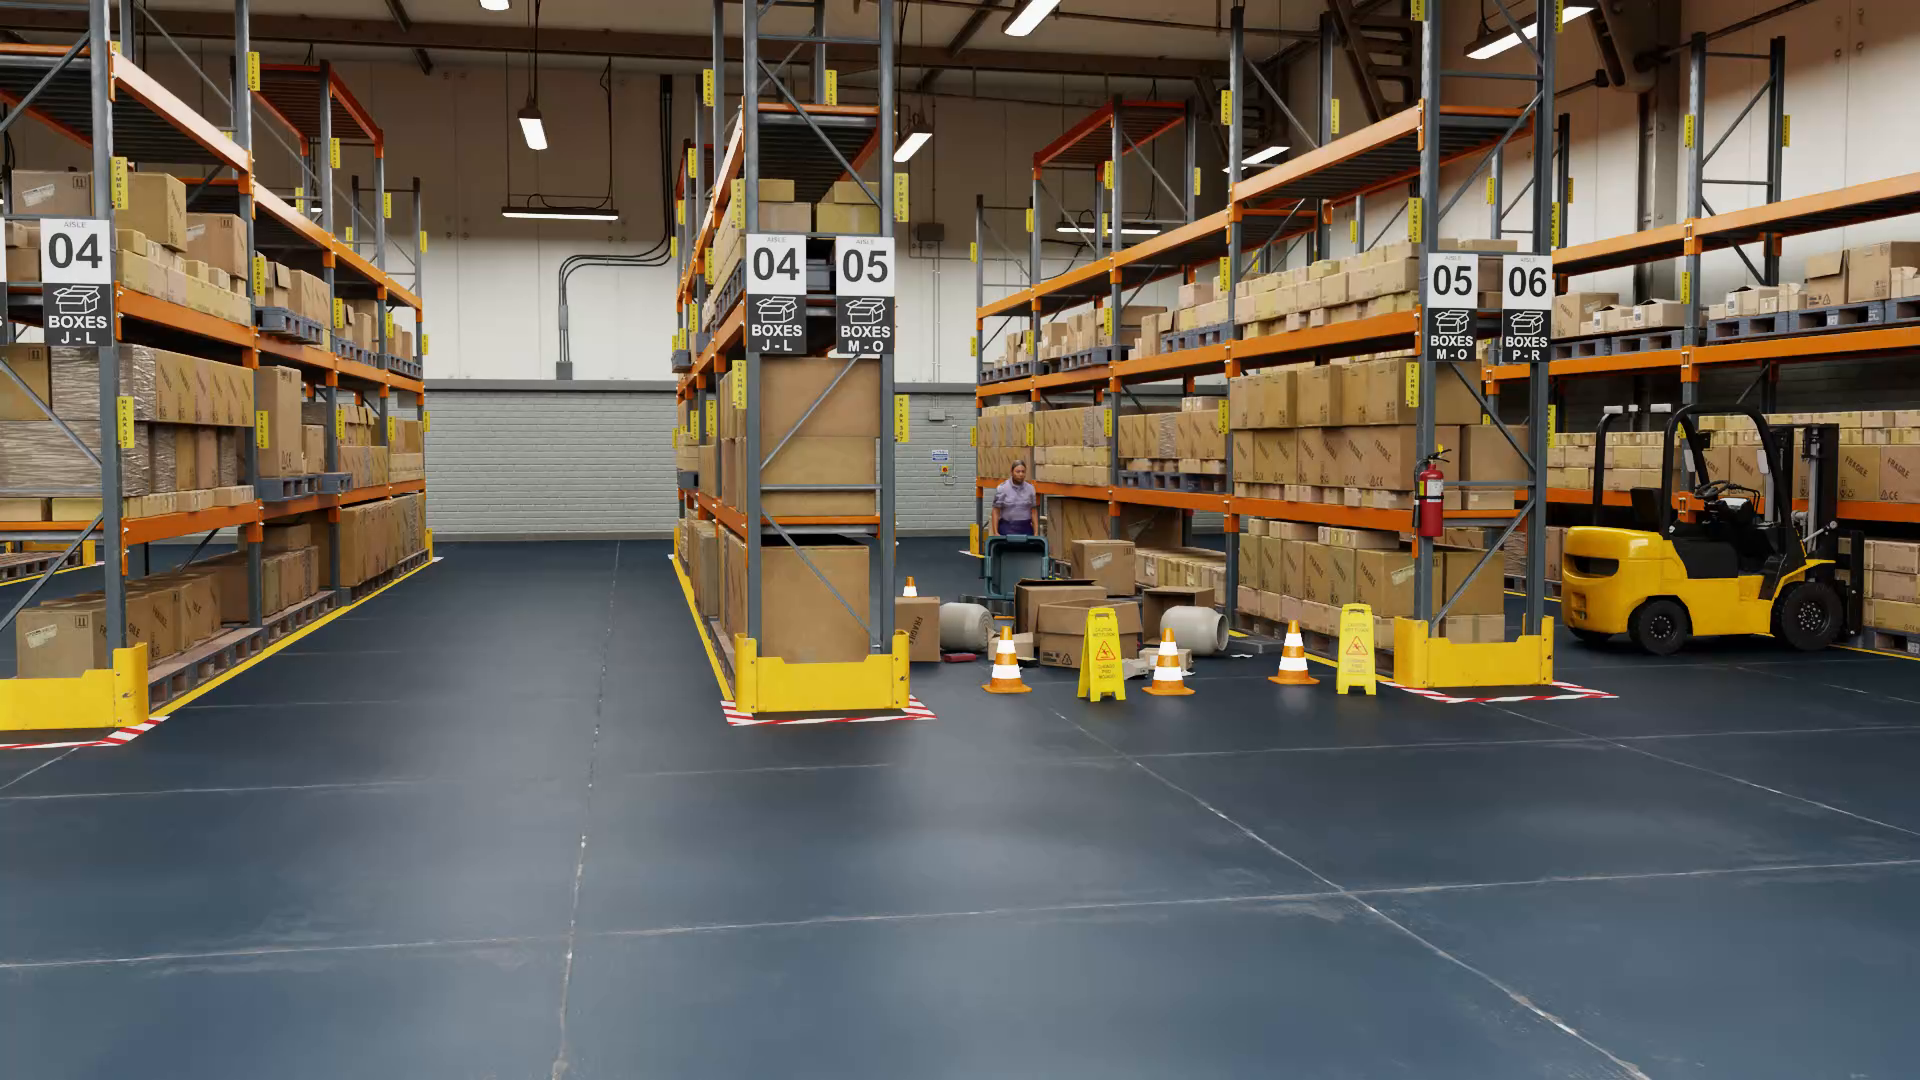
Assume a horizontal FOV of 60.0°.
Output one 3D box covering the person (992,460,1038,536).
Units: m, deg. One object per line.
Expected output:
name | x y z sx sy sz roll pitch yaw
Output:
person | 0.601 -0.047 18.074 0.538 1.652 0.336 -1 3 -15
